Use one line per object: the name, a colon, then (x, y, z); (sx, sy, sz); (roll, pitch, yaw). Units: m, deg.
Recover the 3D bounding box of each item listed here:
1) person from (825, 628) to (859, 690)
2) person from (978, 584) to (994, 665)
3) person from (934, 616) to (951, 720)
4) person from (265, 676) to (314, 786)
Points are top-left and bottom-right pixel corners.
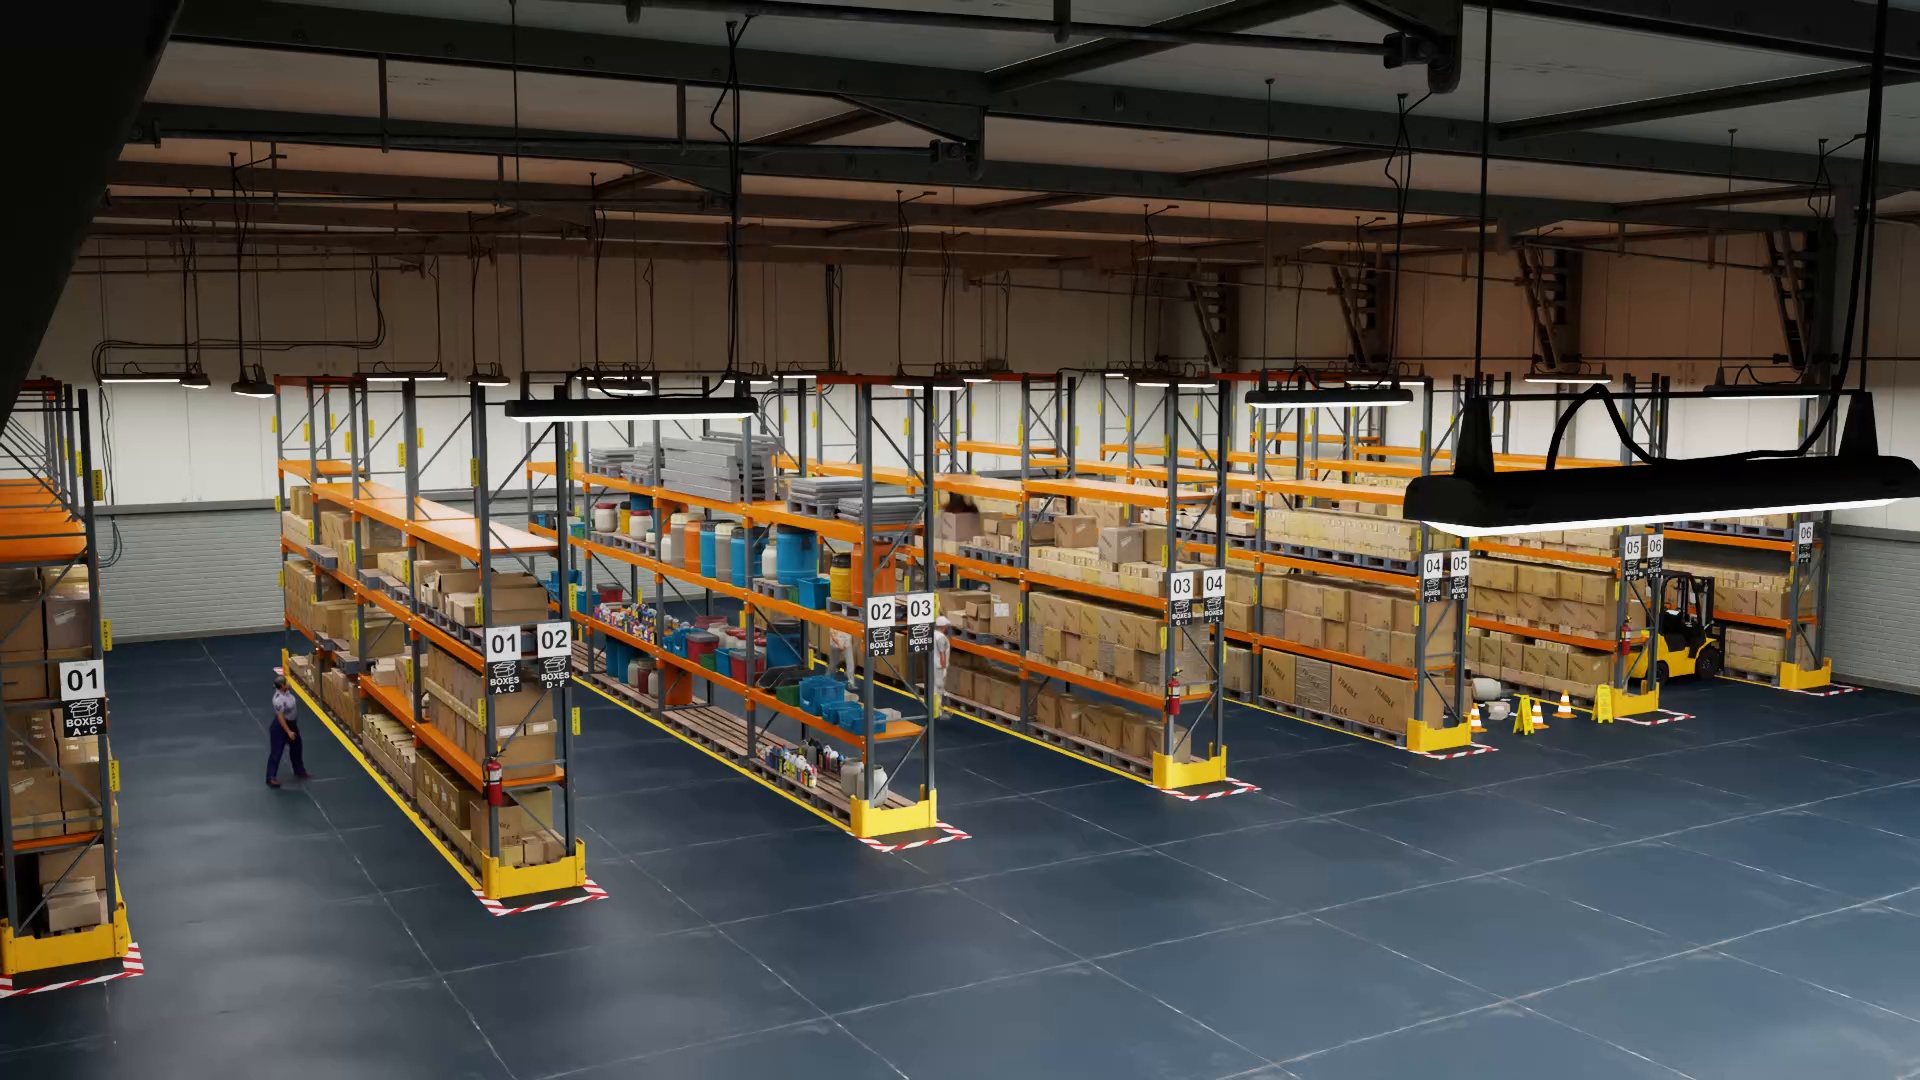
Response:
person: (-2.229, 1.990, 31.226); (0.492, 1.593, 1.037); (-3, 7, -24)
person: (0.457, 1.737, 34.338); (0.485, 1.663, 0.665); (-4, 7, -32)
person: (-0.324, 2.189, 28.471); (0.362, 1.795, 0.557); (-2, 6, -13)
person: (-10.071, 2.829, 24.864); (0.520, 1.674, 0.681); (0, 6, 3)
